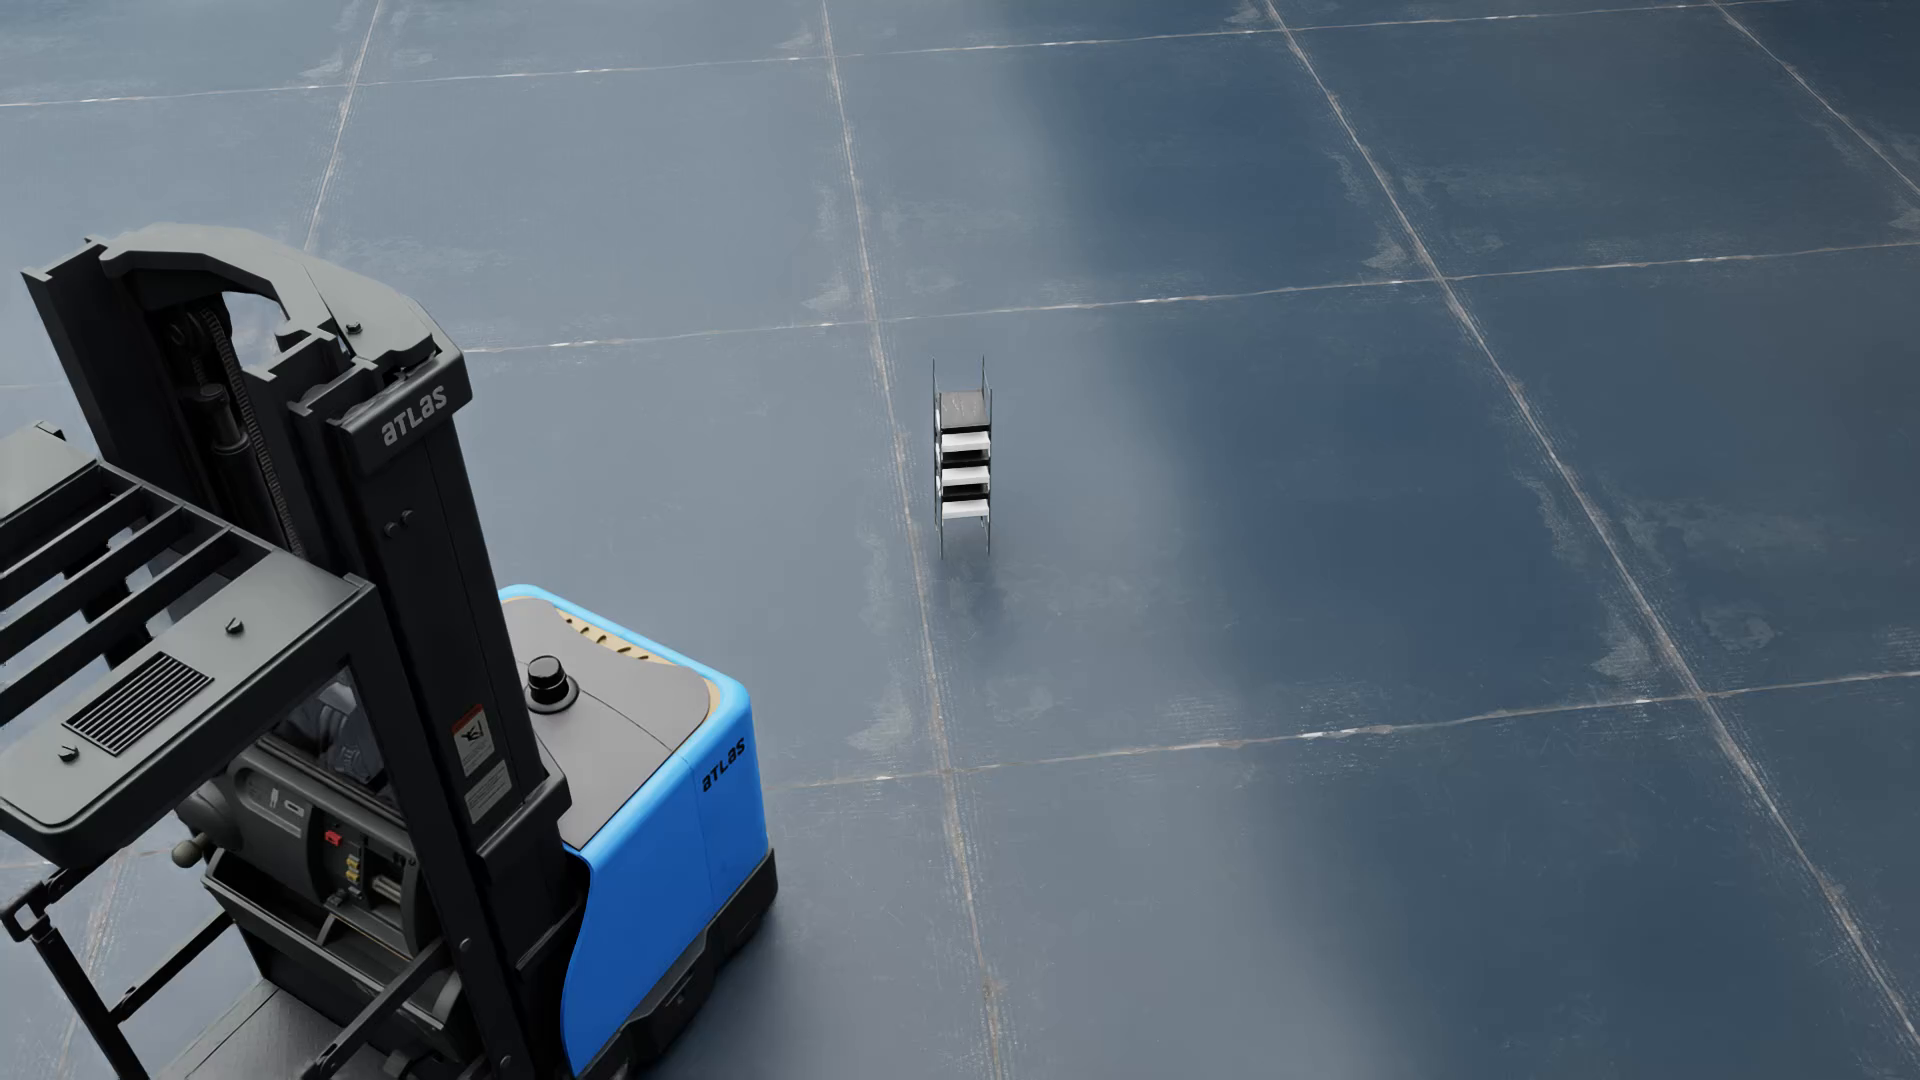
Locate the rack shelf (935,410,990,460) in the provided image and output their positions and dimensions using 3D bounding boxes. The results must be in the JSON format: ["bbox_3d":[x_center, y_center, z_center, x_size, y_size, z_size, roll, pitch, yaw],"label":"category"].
[{"bbox_3d":[0.008,-0.444,6.851,0.200,0.077,0.258,-5,42,-6],"label":"rack shelf"}]

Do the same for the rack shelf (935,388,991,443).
[{"bbox_3d":[0.008,-0.511,6.791,0.200,0.077,0.258,-5,42,-6],"label":"rack shelf"}]

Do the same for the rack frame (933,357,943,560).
[{"bbox_3d":[-0.093,-0.326,6.940,0.006,0.900,0.240,-5,42,-6],"label":"rack frame"}]

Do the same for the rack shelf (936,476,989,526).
[{"bbox_3d":[0.008,-0.176,7.092,0.200,0.077,0.258,-5,42,-6],"label":"rack shelf"}]

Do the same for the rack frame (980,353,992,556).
[{"bbox_3d":[0.109,-0.344,6.959,0.006,0.900,0.240,-5,42,-6],"label":"rack frame"}]

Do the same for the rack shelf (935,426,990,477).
[{"bbox_3d":[0.008,-0.377,6.911,0.200,0.077,0.258,-5,42,-6],"label":"rack shelf"}]

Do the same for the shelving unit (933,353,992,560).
[{"bbox_3d":[0.008,-0.335,6.949,0.210,0.900,0.258,-5,42,-6],"label":"shelving unit"}]

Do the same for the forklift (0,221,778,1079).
[{"bbox_3d":[-1.827,0.843,4.127,1.130,2.935,3.031,22,46,23],"label":"forklift"}]

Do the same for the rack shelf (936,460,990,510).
[{"bbox_3d":[0.008,-0.243,7.032,0.200,0.077,0.258,-5,42,-6],"label":"rack shelf"}]

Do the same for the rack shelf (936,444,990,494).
[{"bbox_3d":[0.008,-0.310,6.972,0.200,0.077,0.258,-5,42,-6],"label":"rack shelf"}]
